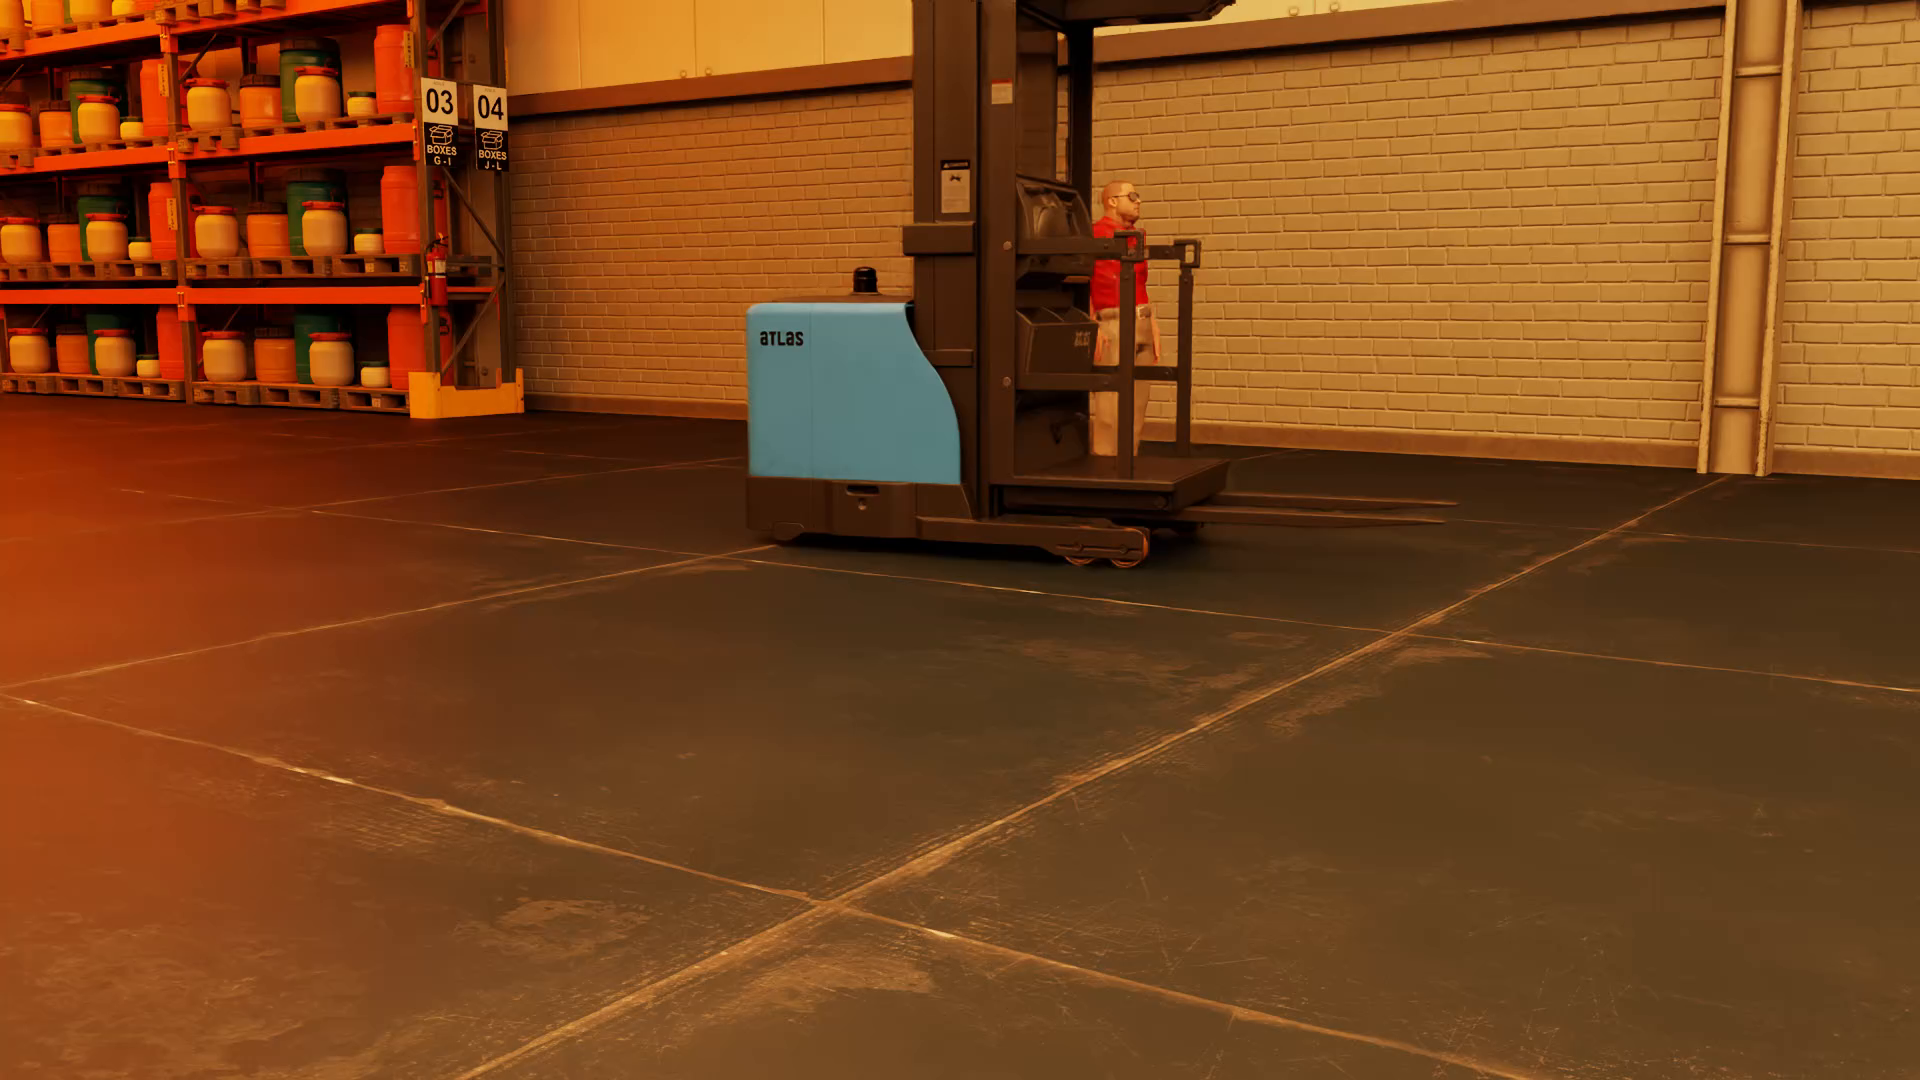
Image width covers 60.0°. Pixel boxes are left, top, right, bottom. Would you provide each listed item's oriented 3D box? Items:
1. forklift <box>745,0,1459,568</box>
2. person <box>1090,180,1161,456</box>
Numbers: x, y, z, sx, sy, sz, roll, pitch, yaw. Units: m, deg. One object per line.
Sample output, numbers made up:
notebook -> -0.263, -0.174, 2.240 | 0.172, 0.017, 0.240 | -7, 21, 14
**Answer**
forklift -> 0.605, -1.421, 7.183 | 3.031, 2.935, 1.130 | 3, 9, 21
person -> 0.942, -1.086, 9.055 | 0.551, 1.727, 0.640 | 7, 11, 41
